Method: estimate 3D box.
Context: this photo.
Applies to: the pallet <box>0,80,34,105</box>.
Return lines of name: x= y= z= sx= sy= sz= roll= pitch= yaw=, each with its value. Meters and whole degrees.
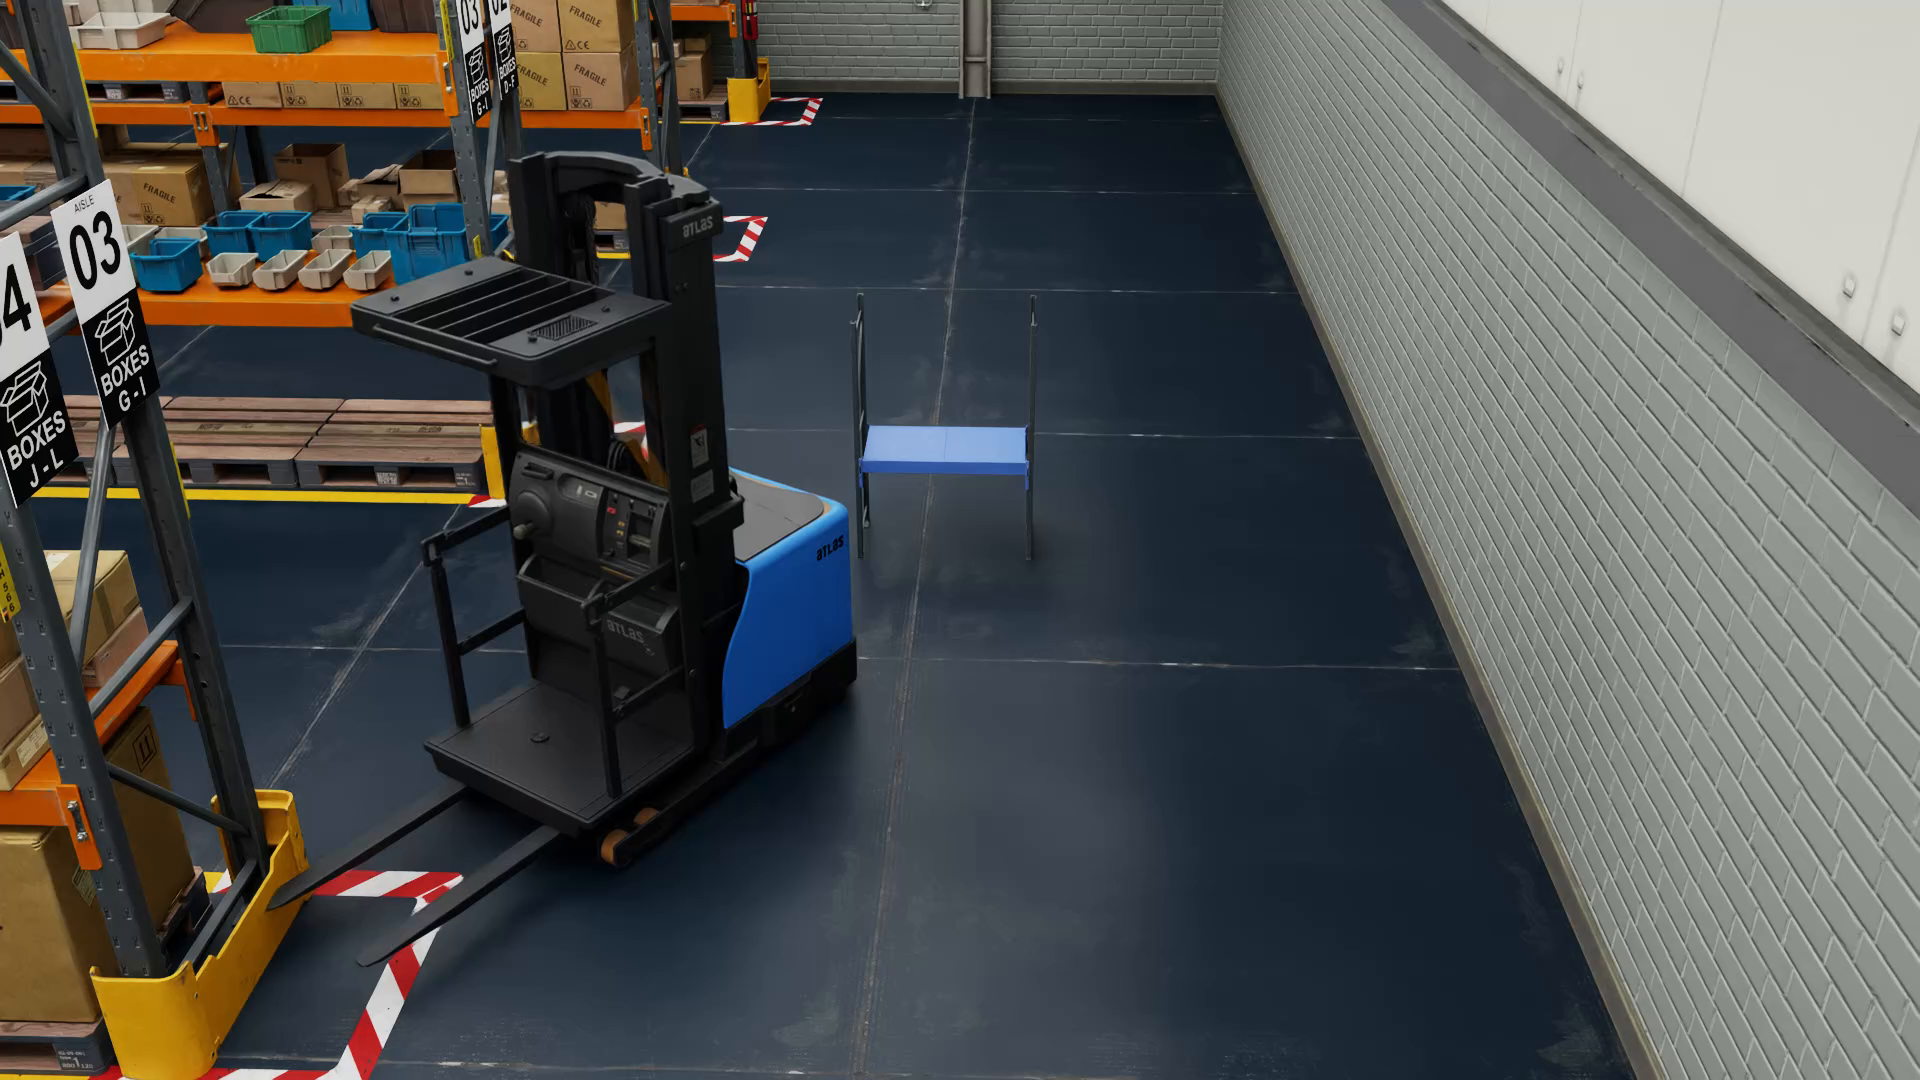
pallet: x=-8.762 y=-4.189 z=15.155 sx=1.213 sy=0.211 sz=1.003 roll=1 pitch=28 yaw=2

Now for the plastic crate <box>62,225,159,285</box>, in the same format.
plastic crate: x=-5.367 y=-1.782 z=10.472 sx=0.530 sy=0.282 sz=0.437 roll=1 pitch=28 yaw=2

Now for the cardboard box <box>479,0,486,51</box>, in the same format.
cardboard box: x=-4.188 y=-4.551 z=14.458 sx=0.500 sy=0.500 sz=0.500 roll=2 pitch=28 yaw=3

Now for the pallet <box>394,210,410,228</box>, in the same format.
pallet: x=-4.799 y=-2.975 z=15.637 sx=1.213 sy=0.211 sz=1.003 roll=1 pitch=28 yaw=2

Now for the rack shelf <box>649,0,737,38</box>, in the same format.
rack shelf: x=-4.538 y=-6.206 z=19.522 sx=4.000 sy=0.370 sz=1.077 roll=1 pitch=28 yaw=2

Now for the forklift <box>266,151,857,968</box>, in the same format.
forklift: x=-1.784 y=-0.081 z=7.273 sx=1.130 sy=2.935 sz=3.031 roll=18 pitch=33 yaw=30

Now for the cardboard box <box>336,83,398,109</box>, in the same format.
cardboard box: x=-5.196 y=-4.130 z=14.731 sx=0.500 sy=0.500 sz=0.500 roll=1 pitch=28 yaw=2

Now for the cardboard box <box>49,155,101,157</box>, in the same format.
cardboard box: x=-8.215 y=-3.465 z=15.784 sx=0.500 sy=0.500 sz=0.500 roll=1 pitch=28 yaw=2

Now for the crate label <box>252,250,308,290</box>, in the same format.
crate label: x=-4.278 y=-1.697 z=10.466 sx=0.243 sy=0.136 sz=0.396 roll=1 pitch=28 yaw=2

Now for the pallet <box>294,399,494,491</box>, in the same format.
pallet: x=-3.712 y=-0.653 z=11.257 sx=1.213 sy=0.211 sz=1.003 roll=1 pitch=28 yaw=2

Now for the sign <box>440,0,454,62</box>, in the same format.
sign: x=-2.892 y=-2.875 z=9.379 sx=0.005 sy=0.325 sz=0.100 roll=1 pitch=28 yaw=2

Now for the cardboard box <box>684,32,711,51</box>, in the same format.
cardboard box: x=-3.110 y=-5.915 z=19.733 sx=0.250 sy=0.149 sz=0.380 roll=1 pitch=28 yaw=2

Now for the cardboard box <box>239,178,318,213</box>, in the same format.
cardboard box: x=-6.296 y=-3.136 z=15.364 sx=0.500 sy=0.311 sz=0.500 roll=1 pitch=28 yaw=2

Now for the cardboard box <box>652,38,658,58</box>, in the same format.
cardboard box: x=-3.632 y=-5.744 z=19.410 sx=0.250 sy=0.149 sz=0.380 roll=2 pitch=28 yaw=3

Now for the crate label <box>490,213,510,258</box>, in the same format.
crate label: x=-3.124 y=-1.964 z=10.867 sx=0.303 sy=0.233 sz=0.416 roll=1 pitch=28 yaw=2

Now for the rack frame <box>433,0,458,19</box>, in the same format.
rack frame: x=-2.889 y=-4.504 z=9.138 sx=0.127 sy=3.000 sz=1.000 roll=1 pitch=28 yaw=2

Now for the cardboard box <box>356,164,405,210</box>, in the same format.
cardboard box: x=-5.379 y=-3.355 z=15.778 sx=0.500 sy=0.311 sz=0.500 roll=1 pitch=28 yaw=2

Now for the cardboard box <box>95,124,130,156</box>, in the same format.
cardboard box: x=-8.182 y=-3.798 z=15.610 sx=0.500 sy=0.250 sz=0.500 roll=1 pitch=28 yaw=2

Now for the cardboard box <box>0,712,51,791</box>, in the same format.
cardboard box: x=-3.431 y=0.724 z=5.949 sx=0.250 sy=0.149 sz=0.380 roll=1 pitch=28 yaw=3

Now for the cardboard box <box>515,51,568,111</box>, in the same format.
cardboard box: x=-3.686 y=-4.103 z=14.680 sx=0.500 sy=0.500 sz=0.500 roll=1 pitch=28 yaw=2

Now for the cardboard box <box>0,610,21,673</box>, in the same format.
cardboard box: x=-3.560 y=0.184 z=5.743 sx=0.500 sy=0.500 sz=0.500 roll=1 pitch=28 yaw=2

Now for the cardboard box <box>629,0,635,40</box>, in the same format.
cardboard box: x=-3.144 y=-4.788 z=14.906 sx=0.500 sy=0.500 sz=0.500 roll=2 pitch=28 yaw=3

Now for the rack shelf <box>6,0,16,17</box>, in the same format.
rack shelf: x=-5.062 y=-1.724 z=5.090 sx=4.000 sy=0.370 sz=1.077 roll=1 pitch=28 yaw=2

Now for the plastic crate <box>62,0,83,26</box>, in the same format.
plastic crate: x=-5.602 y=-3.285 z=10.324 sx=0.466 sy=0.136 sz=0.293 roll=1 pitch=28 yaw=2

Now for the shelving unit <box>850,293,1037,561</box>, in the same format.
shelving unit: x=-0.085 y=-0.664 z=9.901 sx=1.048 sy=1.500 sz=0.538 roll=1 pitch=28 yaw=2

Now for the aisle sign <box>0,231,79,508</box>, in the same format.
aisle sign: x=-3.002 y=-0.542 z=5.294 sx=0.004 sy=0.787 sz=0.394 roll=1 pitch=28 yaw=2

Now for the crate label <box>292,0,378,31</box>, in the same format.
crate label: x=-3.799 y=-3.279 z=10.190 sx=0.502 sy=0.251 sz=0.408 roll=1 pitch=28 yaw=2

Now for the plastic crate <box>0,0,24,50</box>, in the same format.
plastic crate: x=-5.655 y=-3.038 z=9.715 sx=0.590 sy=0.269 sz=0.497 roll=1 pitch=28 yaw=2

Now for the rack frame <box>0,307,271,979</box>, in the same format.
rack frame: x=-3.064 y=0.465 z=6.170 sx=0.127 sy=3.000 sz=1.000 roll=1 pitch=28 yaw=2

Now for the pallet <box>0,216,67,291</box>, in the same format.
pallet: x=-3.805 y=-0.828 z=5.502 sx=1.213 sy=0.211 sz=1.003 roll=1 pitch=28 yaw=2

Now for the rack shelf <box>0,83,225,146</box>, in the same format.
rack shelf: x=-8.707 y=-3.953 z=15.273 sx=4.000 sy=0.370 sz=1.077 roll=1 pitch=28 yaw=2

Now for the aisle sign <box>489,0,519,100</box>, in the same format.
aisle sign: x=-2.806 y=-3.140 z=10.195 sx=0.004 sy=0.787 sz=0.394 roll=1 pitch=28 yaw=2

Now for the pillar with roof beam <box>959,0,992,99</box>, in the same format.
pillar with roof beam: x=0.038 y=-7.486 z=14.765 sx=0.400 sy=9.000 sz=9.100 roll=1 pitch=28 yaw=2

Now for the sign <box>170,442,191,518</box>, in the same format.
sign: x=-3.038 y=-0.212 z=6.439 sx=0.005 sy=0.325 sz=0.100 roll=1 pitch=28 yaw=2

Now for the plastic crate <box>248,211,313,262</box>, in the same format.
plastic crate: x=-4.440 y=-1.986 z=10.908 sx=0.300 sy=0.233 sz=0.416 roll=1 pitch=28 yaw=2

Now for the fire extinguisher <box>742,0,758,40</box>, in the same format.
fire extinguisher: x=-2.405 y=-6.073 z=18.985 sx=0.183 sy=0.674 sz=0.296 roll=1 pitch=28 yaw=2

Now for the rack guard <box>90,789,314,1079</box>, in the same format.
rack guard: x=-3.040 y=1.570 z=6.755 sx=0.348 sy=0.500 sz=1.175 roll=1 pitch=28 yaw=2

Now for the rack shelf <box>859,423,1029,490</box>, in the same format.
rack shelf: x=-0.085 y=-0.505 z=9.986 sx=1.000 sy=0.185 sz=0.538 roll=1 pitch=28 yaw=2

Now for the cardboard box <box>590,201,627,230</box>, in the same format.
cardboard box: x=-3.262 y=-3.155 z=15.199 sx=0.500 sy=0.500 sz=0.500 roll=1 pitch=28 yaw=2

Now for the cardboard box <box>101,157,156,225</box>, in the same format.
cardboard box: x=-7.705 y=-3.214 z=15.309 sx=0.500 sy=0.500 sz=0.500 roll=1 pitch=28 yaw=2
